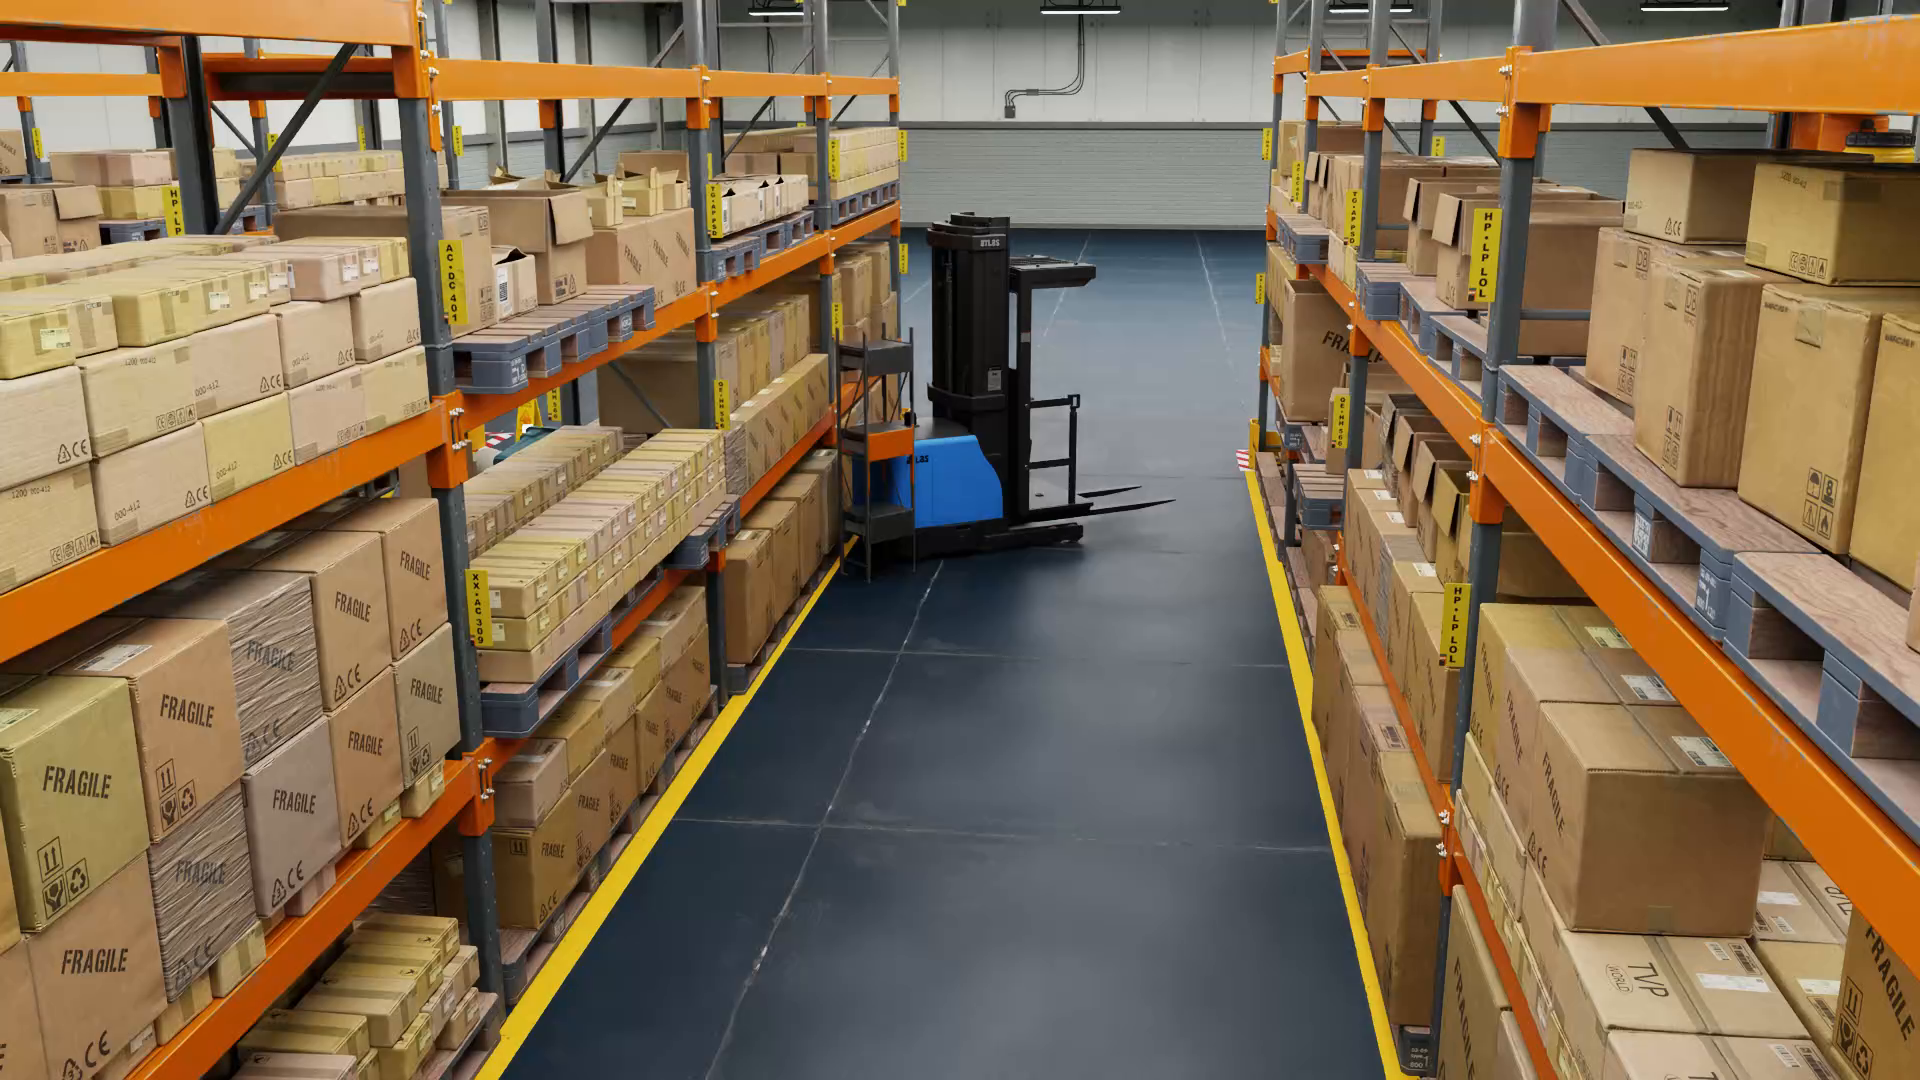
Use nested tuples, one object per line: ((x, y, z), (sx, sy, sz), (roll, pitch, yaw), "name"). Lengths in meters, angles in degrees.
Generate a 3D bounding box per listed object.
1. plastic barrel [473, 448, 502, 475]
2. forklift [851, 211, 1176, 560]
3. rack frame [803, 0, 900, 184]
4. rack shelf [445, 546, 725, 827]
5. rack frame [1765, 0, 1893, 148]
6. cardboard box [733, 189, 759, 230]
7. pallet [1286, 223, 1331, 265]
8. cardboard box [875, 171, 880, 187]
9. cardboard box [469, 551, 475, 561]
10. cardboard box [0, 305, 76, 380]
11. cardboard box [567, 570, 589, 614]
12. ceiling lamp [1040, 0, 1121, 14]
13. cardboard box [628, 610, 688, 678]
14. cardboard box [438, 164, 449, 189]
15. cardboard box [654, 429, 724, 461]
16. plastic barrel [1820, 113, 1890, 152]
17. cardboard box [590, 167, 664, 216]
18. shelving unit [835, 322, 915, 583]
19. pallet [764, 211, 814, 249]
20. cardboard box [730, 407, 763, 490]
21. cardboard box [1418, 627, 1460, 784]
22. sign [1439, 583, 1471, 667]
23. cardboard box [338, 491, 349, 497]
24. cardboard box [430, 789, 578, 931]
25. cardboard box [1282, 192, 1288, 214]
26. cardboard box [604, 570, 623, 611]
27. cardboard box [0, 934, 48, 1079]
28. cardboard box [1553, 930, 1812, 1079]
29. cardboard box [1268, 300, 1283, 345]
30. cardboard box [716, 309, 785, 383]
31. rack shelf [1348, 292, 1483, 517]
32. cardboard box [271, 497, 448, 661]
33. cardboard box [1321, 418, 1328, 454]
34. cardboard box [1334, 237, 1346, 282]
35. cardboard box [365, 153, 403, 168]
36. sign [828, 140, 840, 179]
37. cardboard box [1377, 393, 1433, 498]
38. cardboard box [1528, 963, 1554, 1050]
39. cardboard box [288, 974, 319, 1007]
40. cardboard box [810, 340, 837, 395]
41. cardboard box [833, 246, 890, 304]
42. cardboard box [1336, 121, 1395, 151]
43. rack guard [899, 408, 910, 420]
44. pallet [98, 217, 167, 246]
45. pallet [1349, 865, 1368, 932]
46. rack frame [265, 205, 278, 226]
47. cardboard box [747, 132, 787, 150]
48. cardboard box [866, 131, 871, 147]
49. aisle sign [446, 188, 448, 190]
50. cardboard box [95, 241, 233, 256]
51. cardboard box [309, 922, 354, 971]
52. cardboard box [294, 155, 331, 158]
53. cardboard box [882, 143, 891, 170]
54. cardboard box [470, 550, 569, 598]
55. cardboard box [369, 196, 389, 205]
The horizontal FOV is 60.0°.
((-4.818, -0.725, 17.121), (0.421, 0.421, 0.512), (-14, 20, -42), "plastic barrel")
((0.559, -1.487, 15.136), (3.031, 2.935, 1.130), (-7, 17, -25), "forklift")
((-1.160, -5.326, 17.706), (1.000, 3.000, 0.127), (2, 15, 6), "rack frame")
((-2.288, 0.511, 8.991), (1.077, 0.370, 4.000), (2, 15, 6), "rack shelf")
((8.678, -5.007, 16.529), (1.000, 3.000, 0.127), (2, 15, 6), "rack frame")
((-1.706, -2.293, 11.527), (0.500, 0.250, 0.500), (2, 15, 8), "cardboard box")
((3.016, -2.151, 12.072), (1.213, 0.211, 1.003), (2, 15, 6), "pallet")
((-1.004, -3.582, 16.488), (0.380, 0.149, 0.250), (2, 15, 7), "cardboard box")
((-2.579, 0.145, 8.074), (0.380, 0.149, 0.250), (1, 15, 4), "cardboard box")
((-2.476, -0.499, 4.168), (0.380, 0.149, 0.250), (2, 15, 8), "cardboard box")
((-1.956, 0.235, 7.742), (0.380, 0.149, 0.250), (2, 15, 8), "cardboard box")
((3.015, -14.675, 41.100), (2.000, 3.185, 0.800), (2, 15, 6), "ceiling lamp")
((-1.925, 0.604, 9.819), (0.500, 0.250, 0.500), (2, 15, 7), "cardboard box")
((-5.880, -3.928, 18.000), (0.500, 0.250, 0.500), (2, 15, 6), "cardboard box")
((-1.662, -0.583, 10.196), (0.380, 0.149, 0.250), (1, 15, 4), "cardboard box")
((8.750, -3.840, 16.330), (0.600, 0.830, 0.708), (2, 15, 6), "plastic barrel")
((-1.893, -1.975, 9.401), (0.396, 0.266, 0.258), (2, 15, 6), "cardboard box")
((-0.703, -0.732, 13.933), (0.503, 2.100, 0.431), (-13, 20, -39), "shelving unit")
((-1.666, -2.509, 13.401), (0.805, 0.209, 1.217), (1, 15, 4), "pallet")
((-1.689, -0.644, 11.692), (0.500, 0.500, 0.500), (2, 15, 6), "cardboard box")
((2.184, 0.677, 6.807), (0.500, 0.500, 0.500), (2, 15, 6), "cardboard box")
((1.863, 0.321, 6.251), (0.100, 0.325, 0.005), (2, 15, 6), "sign")
((-6.206, -0.532, 15.935), (0.500, 0.250, 0.500), (1, 15, 4), "cardboard box")
((-2.167, 1.503, 7.930), (0.500, 0.500, 0.500), (2, 15, 8), "cardboard box")
((3.280, -3.118, 15.576), (0.500, 0.250, 0.500), (2, 15, 8), "cardboard box")
((-1.897, 0.245, 8.275), (0.380, 0.149, 0.250), (1, 15, 4), "cardboard box")
((-2.605, 1.280, 4.007), (0.500, 0.500, 0.500), (2, 15, 6), "cardboard box")
((1.912, 1.289, 4.454), (0.500, 0.250, 0.500), (2, 15, 6), "cardboard box")
((3.668, -2.307, 17.275), (0.875, 0.500, 0.500), (2, 15, 6), "cardboard box")
((-1.775, -1.530, 13.054), (0.700, 0.500, 0.500), (2, 15, 7), "cardboard box")
((2.629, -0.765, 7.962), (1.077, 0.370, 4.000), (2, 15, 6), "rack shelf")
((-2.298, 0.138, 6.316), (0.500, 0.500, 0.500), (1, 15, 4), "cardboard box")
((2.774, -0.761, 11.770), (0.396, 0.266, 0.258), (1, 15, 5), "cardboard box")
((2.707, -1.818, 10.767), (0.500, 0.250, 0.500), (2, 15, 6), "cardboard box")
((-5.992, -3.968, 17.384), (0.380, 0.149, 0.250), (2, 15, 7), "cardboard box")
((-1.071, -3.228, 14.102), (0.100, 0.325, 0.005), (2, 15, 6), "sign")
((2.756, -0.526, 9.335), (0.797, 0.503, 0.637), (2, 15, 8), "cardboard box")
((1.893, 1.379, 4.884), (0.380, 0.149, 0.250), (2, 15, 7), "cardboard box")
((-2.812, 1.865, 6.692), (0.380, 0.149, 0.250), (2, 15, 7), "cardboard box")
((-1.581, -1.561, 14.988), (0.875, 0.550, 0.550), (2, 15, 6), "cardboard box")
((-1.211, -2.783, 17.439), (0.875, 0.550, 0.550), (2, 15, 6), "cardboard box")
((3.834, -3.729, 15.829), (0.500, 0.500, 0.500), (2, 15, 6), "cardboard box")
((-1.157, -1.229, 18.838), (1.175, 0.500, 0.348), (2, 15, 6), "rack guard")
((-6.830, -2.443, 13.152), (1.213, 0.211, 1.003), (2, 15, 6), "pallet")
((2.550, 1.681, 8.627), (1.003, 0.211, 1.213), (2, 15, 6), "pallet")
((-6.541, -1.512, 15.095), (1.000, 3.000, 0.127), (2, 15, 6), "rack frame")
((-1.801, -3.655, 15.230), (0.380, 0.149, 0.250), (2, 15, 7), "cardboard box")
((-1.061, -3.834, 15.893), (0.380, 0.149, 0.250), (2, 15, 6), "cardboard box")
((-5.795, -3.812, 18.620), (0.394, 0.787, 0.004), (2, 15, 6), "aisle sign")
((-2.851, -0.989, 5.979), (0.380, 0.149, 0.250), (1, 15, 4), "cardboard box")
((-2.759, 1.652, 6.911), (0.380, 0.149, 0.250), (2, 15, 9), "cardboard box")
((-6.535, -3.781, 16.693), (0.380, 0.149, 0.250), (2, 15, 7), "cardboard box")
((-0.995, -3.935, 17.031), (0.500, 0.250, 0.500), (2, 15, 6), "cardboard box")
((-1.987, 0.153, 7.475), (0.380, 0.149, 0.250), (2, 15, 8), "cardboard box")
((-5.981, -3.376, 16.722), (0.380, 0.149, 0.250), (2, 15, 6), "cardboard box")
